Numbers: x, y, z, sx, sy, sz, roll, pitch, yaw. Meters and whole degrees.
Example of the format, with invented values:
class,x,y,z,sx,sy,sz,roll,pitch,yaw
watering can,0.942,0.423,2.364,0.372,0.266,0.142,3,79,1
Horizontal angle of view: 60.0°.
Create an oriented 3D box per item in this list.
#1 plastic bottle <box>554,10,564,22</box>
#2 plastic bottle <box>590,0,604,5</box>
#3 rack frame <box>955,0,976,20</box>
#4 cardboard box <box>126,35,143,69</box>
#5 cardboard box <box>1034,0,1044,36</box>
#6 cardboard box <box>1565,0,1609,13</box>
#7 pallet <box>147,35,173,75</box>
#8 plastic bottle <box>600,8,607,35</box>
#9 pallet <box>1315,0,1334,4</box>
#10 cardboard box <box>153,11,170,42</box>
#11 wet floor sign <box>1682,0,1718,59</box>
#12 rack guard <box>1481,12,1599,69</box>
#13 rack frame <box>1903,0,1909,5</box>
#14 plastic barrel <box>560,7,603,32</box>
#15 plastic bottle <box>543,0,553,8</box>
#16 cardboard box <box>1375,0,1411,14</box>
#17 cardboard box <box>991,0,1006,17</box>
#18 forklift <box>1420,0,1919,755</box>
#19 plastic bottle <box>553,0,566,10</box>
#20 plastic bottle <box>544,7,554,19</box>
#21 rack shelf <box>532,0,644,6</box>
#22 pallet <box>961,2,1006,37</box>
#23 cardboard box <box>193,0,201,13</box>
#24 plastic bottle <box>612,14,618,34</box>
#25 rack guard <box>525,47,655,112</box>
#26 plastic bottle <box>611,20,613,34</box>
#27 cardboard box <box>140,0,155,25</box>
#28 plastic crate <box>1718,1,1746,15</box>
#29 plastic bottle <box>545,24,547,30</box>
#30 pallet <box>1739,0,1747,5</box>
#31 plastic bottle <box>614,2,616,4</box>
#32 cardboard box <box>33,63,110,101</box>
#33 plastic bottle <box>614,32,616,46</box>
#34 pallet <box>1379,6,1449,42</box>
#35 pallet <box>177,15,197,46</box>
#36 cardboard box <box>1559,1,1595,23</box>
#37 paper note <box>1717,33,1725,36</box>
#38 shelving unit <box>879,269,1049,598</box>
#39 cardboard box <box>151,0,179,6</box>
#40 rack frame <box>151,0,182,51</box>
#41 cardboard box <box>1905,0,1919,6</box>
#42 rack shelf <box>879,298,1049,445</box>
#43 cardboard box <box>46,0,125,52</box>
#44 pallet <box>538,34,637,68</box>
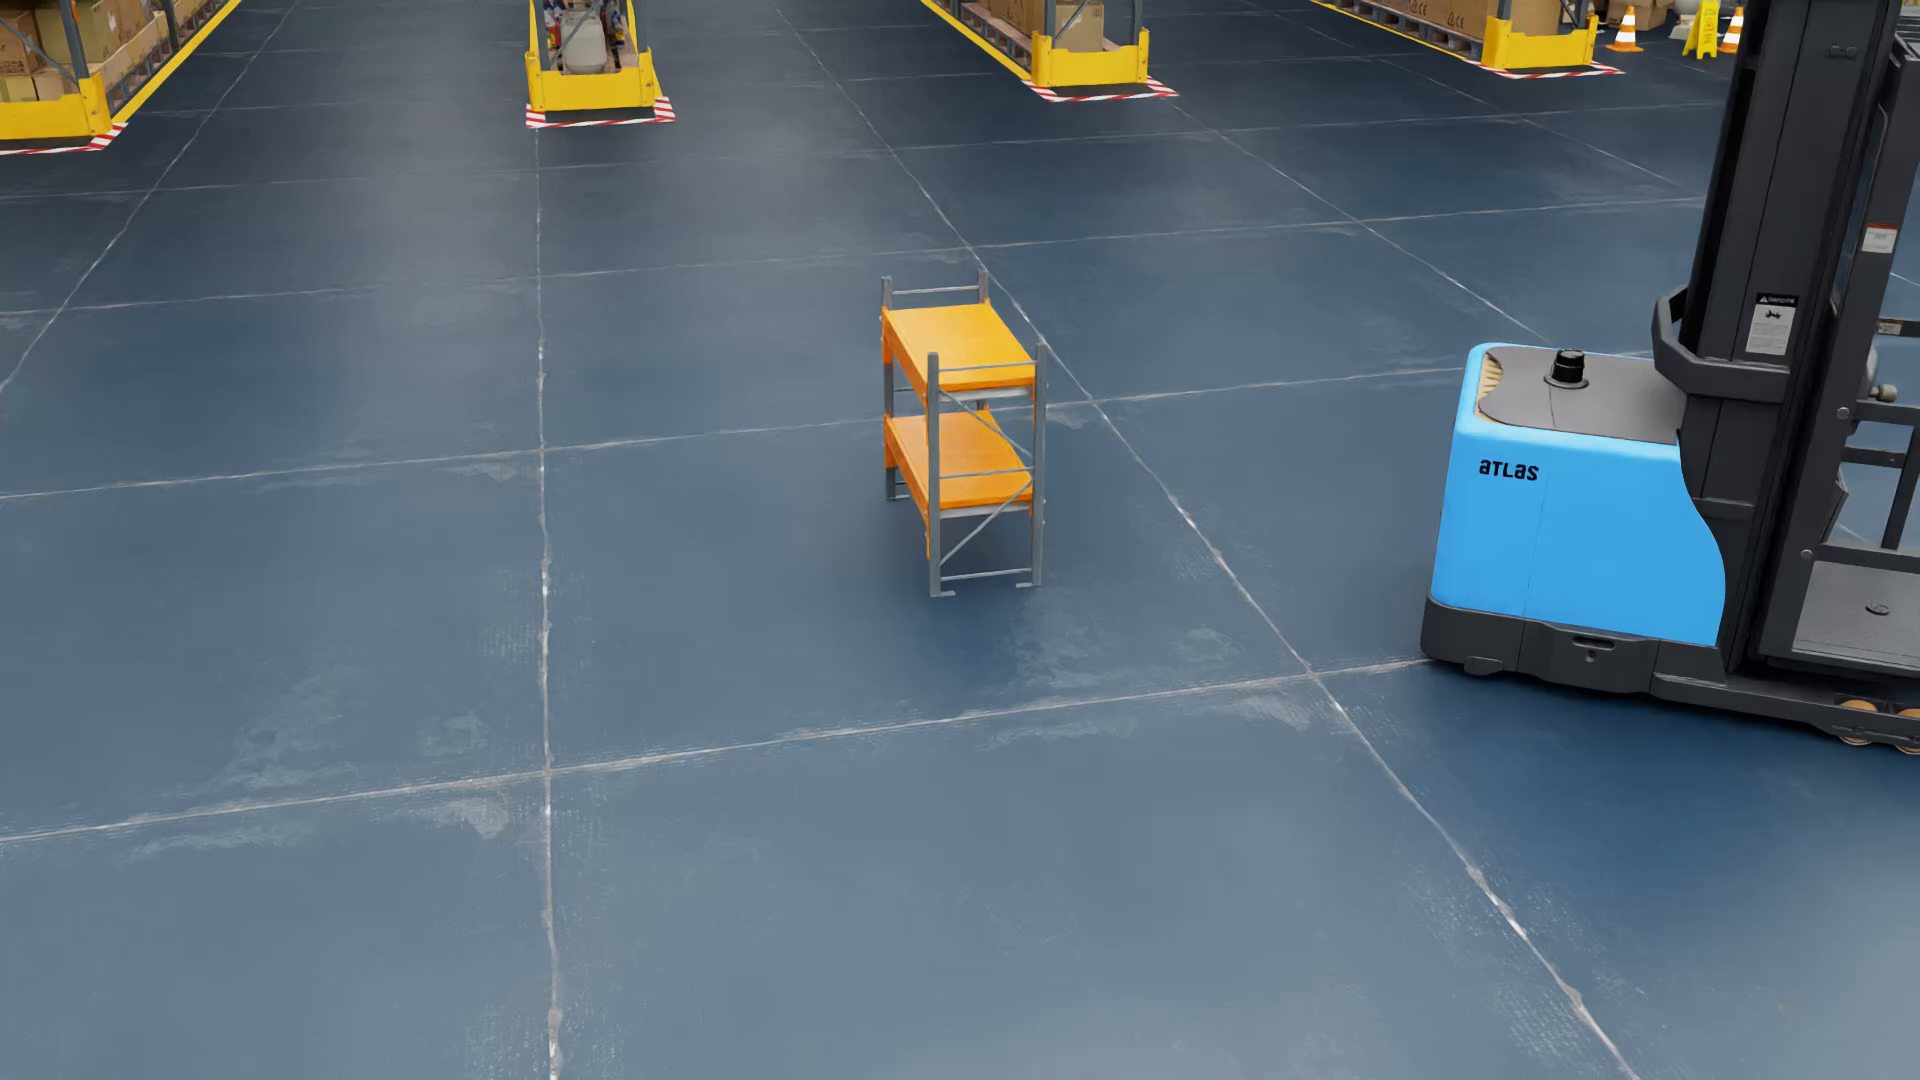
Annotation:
class,x,y,z,sx,sy,sz,roll,pitch,yaw
plastic bottle,-4.329,-5.613,18.075,0.152,0.276,0.135,-6,27,-12
plastic bottle,-4.098,-6.018,18.795,0.144,0.351,0.185,-6,27,-12
rack frame,0.442,-7.775,19.825,1.000,3.000,0.127,-6,27,-12
cardboard box,-8.550,-4.891,16.697,0.500,0.250,0.500,-6,27,-12
cardboard box,1.051,-5.625,17.874,0.500,0.500,0.500,1,27,2
cardboard box,7.917,-6.895,20.702,0.797,0.637,0.503,-6,27,-12
pallet,-9.072,-5.172,17.763,1.003,0.211,1.213,-6,27,-12
plastic bottle,-3.913,-5.693,18.227,0.061,0.283,0.133,-6,27,-12
pallet,5.050,-7.320,22.019,1.003,0.211,1.213,-6,27,-12
cardboard box,-8.893,-5.549,18.001,0.500,0.250,0.500,-6,27,-12
wet floor sign,8.134,-5.616,18.160,0.267,0.644,0.232,-11,29,-20
rack guard,6.204,-5.352,17.798,1.175,0.500,0.348,-6,27,-12
rack frame,10.998,-7.025,18.340,1.000,3.000,0.127,-6,27,-12
plastic barrel,-3.818,-5.094,16.809,0.421,0.512,0.421,0,27,0
plastic bottle,-4.606,-5.889,18.541,0.144,0.351,0.185,-5,27,-10
cardboard box,5.577,-6.795,19.775,0.875,0.875,0.875,-6,27,-11
cardboard box,0.629,-6.416,19.441,0.500,0.500,0.500,2,27,5
forklift,3.437,-0.781,6.045,3.031,2.935,1.130,9,28,17
plastic bottle,-4.466,-5.904,18.570,0.144,0.351,0.185,-6,27,-12
plastic bottle,-4.426,-5.538,17.845,0.144,0.351,0.185,-5,27,-9
rack shelf,-3.933,-6.073,17.251,1.077,0.370,4.000,-6,27,-12
pallet,0.627,-6.239,19.876,1.003,0.211,1.213,-6,27,-12
cardboard box,-9.293,-6.385,19.656,0.500,0.250,0.500,-7,28,-13
plastic bottle,-3.687,-5.516,17.890,0.097,0.271,0.097,0,27,0
rack guard,-3.545,-4.429,15.969,1.175,0.500,0.348,-6,27,-12
plastic bottle,-3.756,-5.619,18.171,0.097,0.201,0.097,0,27,0
cardboard box,-8.792,-5.663,17.395,0.500,0.500,0.500,-6,27,-12
plastic crate,9.652,-6.705,20.946,0.402,0.080,0.583,-16,31,-29
plastic bottle,-4.368,-5.311,17.470,0.061,0.283,0.133,-5,27,-10
pallet,10.561,-6.709,20.807,1.003,0.211,1.213,-6,27,-12
plastic bottle,-3.837,-5.851,18.539,0.061,0.283,0.133,-4,27,-8
cardboard box,-8.213,-4.233,15.392,0.500,0.250,0.500,-6,27,-12
plastic bottle,-3.611,-5.336,17.611,0.097,0.201,0.097,0,27,0
pallet,5.670,-6.111,19.623,1.003,0.211,1.213,-6,27,-12
pallet,-9.415,-5.845,19.097,1.003,0.211,1.213,-6,27,-12
cardboard box,7.479,-6.446,20.227,0.396,0.266,0.258,-1,27,-3
paper note,8.846,-5.913,19.430,0.148,0.019,0.142,-16,31,-29
shelving unit,-0.002,-0.505,7.502,0.538,1.125,1.048,-6,27,-12
cardboard box,-9.061,-6.188,18.643,0.500,0.311,0.500,-6,27,-11
rack frame,-9.211,-6.771,17.835,1.000,3.000,0.127,-6,27,-12
cardboard box,11.086,-6.367,19.622,0.500,0.250,0.500,-6,27,-12
rack shelf,-0.002,-0.766,7.371,0.538,0.278,1.000,-6,27,-12
cardboard box,-8.453,-5.005,16.090,0.500,0.500,0.500,-6,27,-12
pallet,-3.995,-5.191,17.801,1.003,0.211,1.213,-6,27,-12
